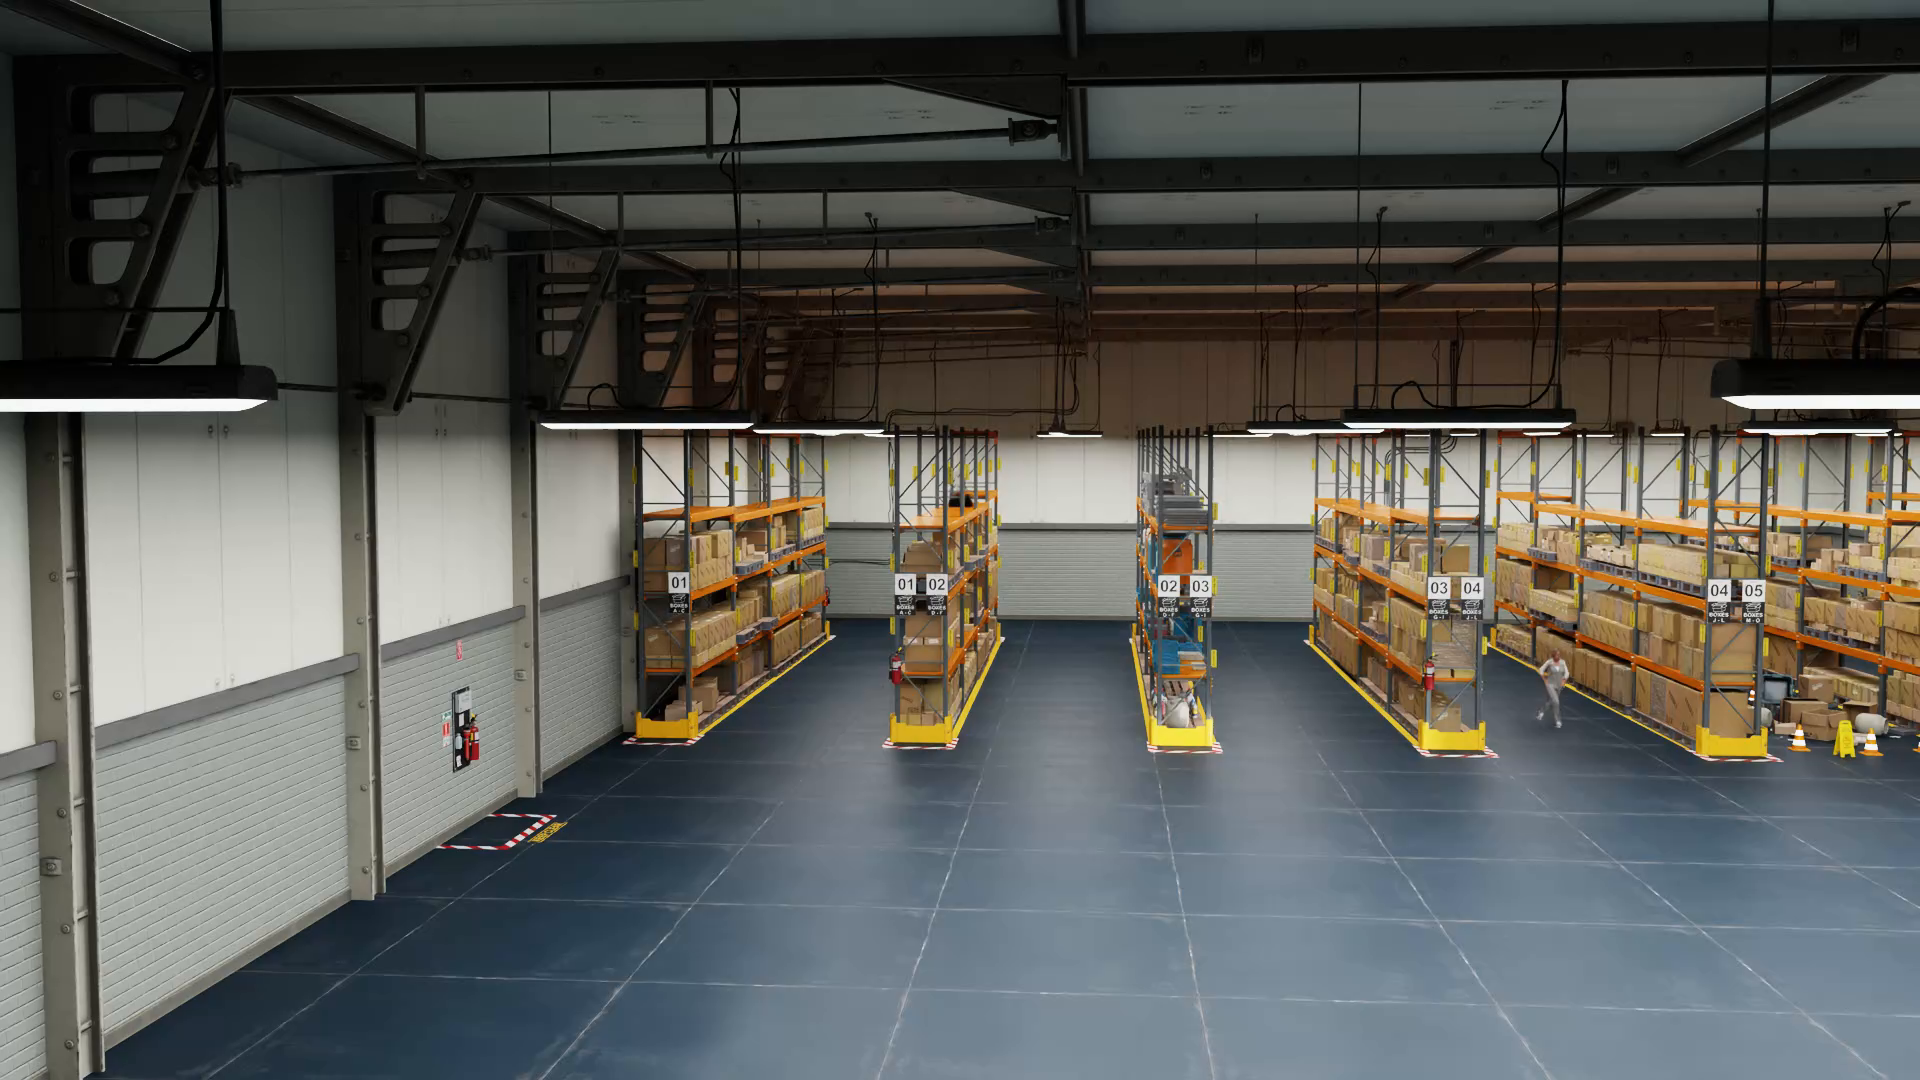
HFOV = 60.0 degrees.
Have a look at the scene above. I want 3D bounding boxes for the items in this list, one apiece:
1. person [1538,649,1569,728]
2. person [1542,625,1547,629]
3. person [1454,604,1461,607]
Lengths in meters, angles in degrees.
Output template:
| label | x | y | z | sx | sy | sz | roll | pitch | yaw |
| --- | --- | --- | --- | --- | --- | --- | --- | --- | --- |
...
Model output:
| label | x | y | z | sx | sy | sz | roll | pitch | yaw |
| --- | --- | --- | --- | --- | --- | --- | --- | --- | --- |
| person | 11.870 | 2.937 | 33.349 | 0.512 | 1.574 | 0.719 | -1 | 3 | -10 |
| person | 17.309 | 1.910 | 48.601 | 0.931 | 1.805 | 0.688 | -2 | 4 | -30 |
| person | 14.099 | 2.088 | 46.935 | 0.587 | 1.698 | 0.812 | -3 | 5 | -44 |
